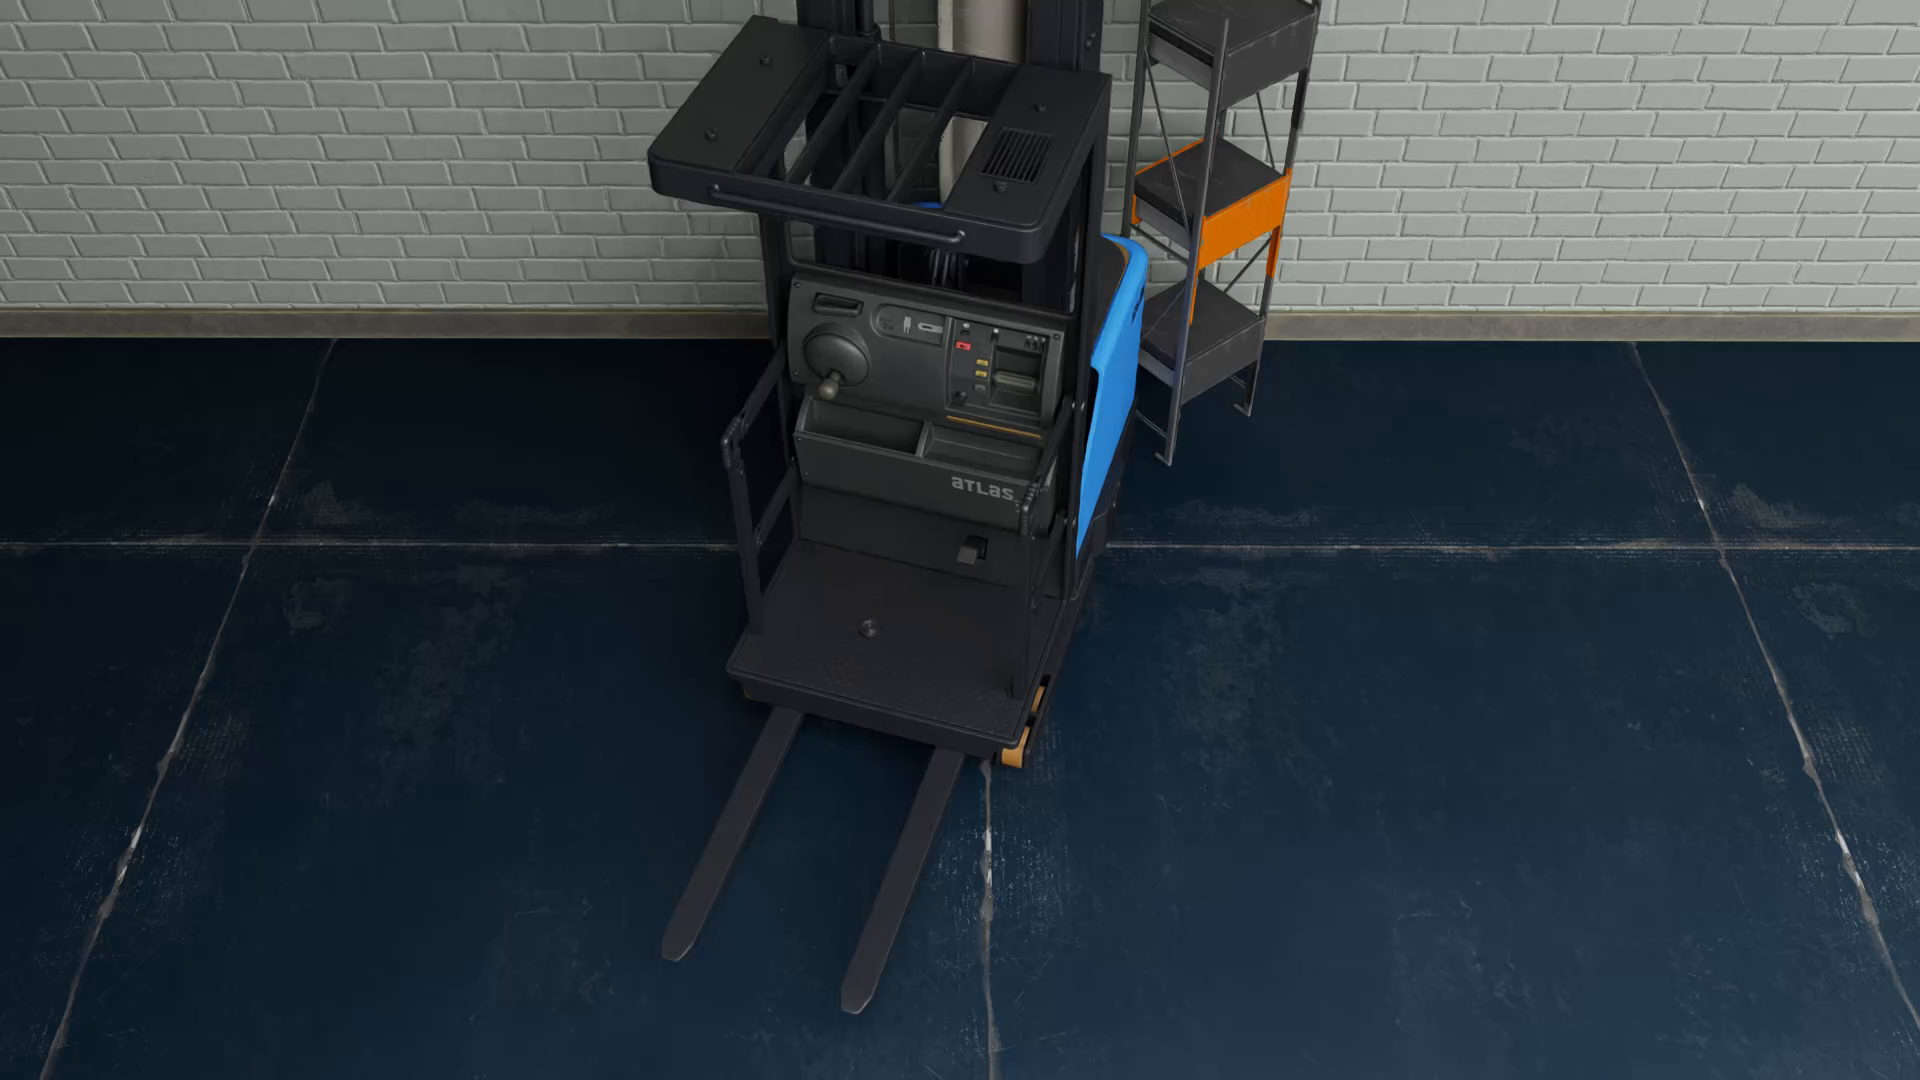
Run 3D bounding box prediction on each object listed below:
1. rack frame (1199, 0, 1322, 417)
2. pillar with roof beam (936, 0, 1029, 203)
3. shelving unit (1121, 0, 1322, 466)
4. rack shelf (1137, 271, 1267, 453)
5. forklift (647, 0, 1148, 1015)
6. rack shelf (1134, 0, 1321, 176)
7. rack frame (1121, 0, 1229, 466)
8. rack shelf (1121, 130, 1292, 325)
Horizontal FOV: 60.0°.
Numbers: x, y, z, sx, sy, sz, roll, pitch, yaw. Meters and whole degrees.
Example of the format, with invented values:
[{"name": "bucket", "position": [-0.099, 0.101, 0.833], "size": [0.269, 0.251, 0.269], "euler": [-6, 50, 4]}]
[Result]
[{"name": "rack frame", "position": [1.149, -1.373, 6.675], "size": [0.015, 2.100, 0.400], "euler": [-31, 54, -26]}, {"name": "pillar with roof beam", "position": [0.096, -0.757, 1.388], "size": [0.400, 9.000, 9.100], "euler": [0, 47, 0]}, {"name": "shelving unit", "position": [0.961, -1.260, 6.569], "size": [0.503, 2.100, 0.431], "euler": [-31, 54, -26]}, {"name": "rack shelf", "position": [0.961, -0.774, 7.091], "size": [0.480, 0.518, 0.431], "euler": [-31, 54, -26]}, {"name": "forklift", "position": [-0.183, -0.505, 5.298], "size": [1.130, 2.935, 3.031], "euler": [13, 48, 12]}, {"name": "rack shelf", "position": [0.961, -1.727, 6.066], "size": [0.480, 0.518, 0.431], "euler": [-31, 54, -26]}, {"name": "rack frame", "position": [0.773, -1.146, 6.463], "size": [0.015, 2.100, 0.400], "euler": [-31, 54, -26]}, {"name": "rack shelf", "position": [0.961, -1.250, 6.579], "size": [0.480, 0.518, 0.431], "euler": [-31, 54, -26]}]
